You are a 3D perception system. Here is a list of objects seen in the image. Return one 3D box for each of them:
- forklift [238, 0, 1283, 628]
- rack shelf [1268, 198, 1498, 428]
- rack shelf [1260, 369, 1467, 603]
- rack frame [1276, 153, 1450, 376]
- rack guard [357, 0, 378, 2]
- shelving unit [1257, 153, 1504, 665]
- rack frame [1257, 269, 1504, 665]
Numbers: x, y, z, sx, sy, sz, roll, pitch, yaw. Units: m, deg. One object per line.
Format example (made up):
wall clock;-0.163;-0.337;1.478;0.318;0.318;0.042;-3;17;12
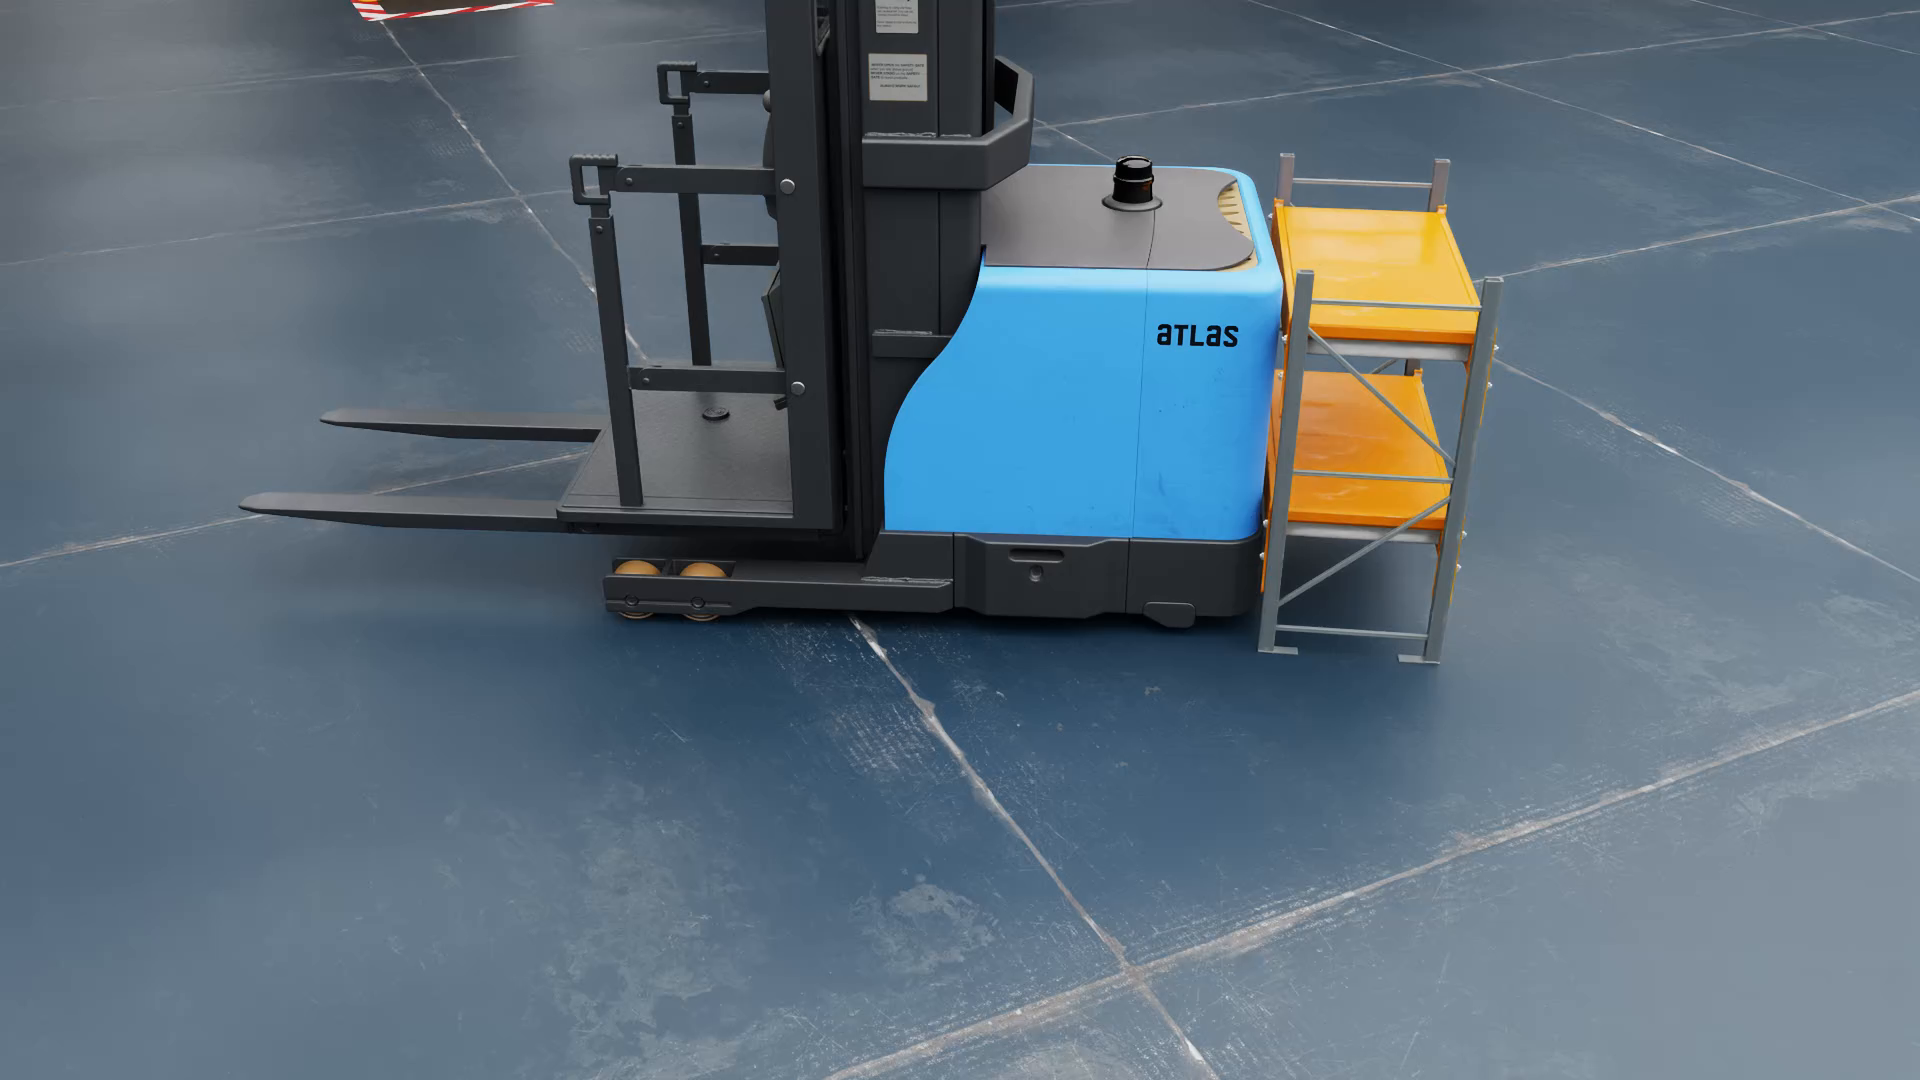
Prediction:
forklift;-0.629;-1.299;4.569;3.031;2.935;1.130;2;29;3
rack shelf;1.153;-0.667;4.691;0.538;0.278;1.000;4;29;6
rack shelf;1.153;-0.199;4.954;0.538;0.278;1.000;4;29;6
rack frame;1.216;-0.659;5.274;0.500;1.125;0.032;4;29;6
rack guard;-4.027;-4.425;12.630;1.175;0.500;0.348;-13;32;-22
shelving unit;1.153;-0.412;4.834;0.538;1.125;1.048;4;29;6
rack frame;1.089;-0.165;4.395;0.500;1.125;0.032;4;29;6
